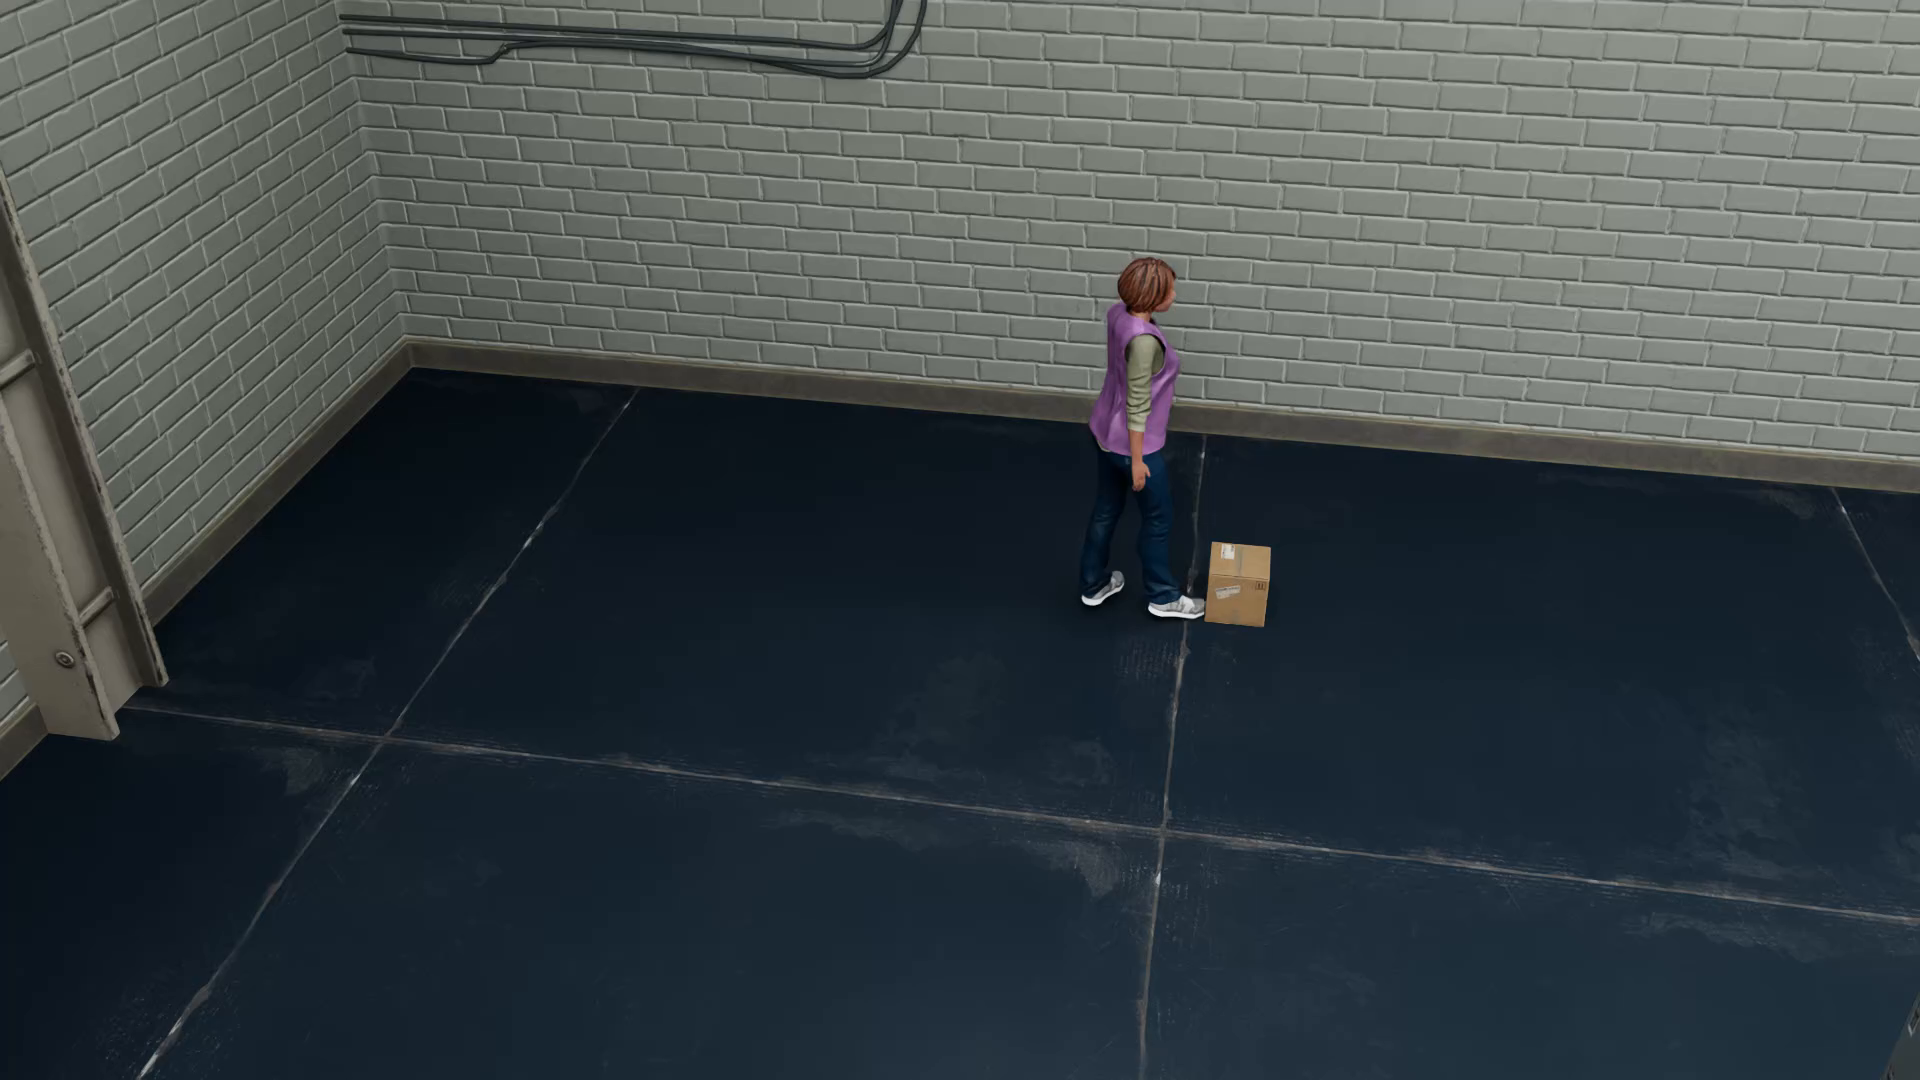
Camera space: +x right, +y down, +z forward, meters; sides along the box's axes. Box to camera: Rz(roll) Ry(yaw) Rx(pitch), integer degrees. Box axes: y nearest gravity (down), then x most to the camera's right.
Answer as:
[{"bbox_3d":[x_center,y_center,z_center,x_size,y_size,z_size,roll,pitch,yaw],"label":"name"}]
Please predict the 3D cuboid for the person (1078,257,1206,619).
[{"bbox_3d":[0.763,-0.404,6.797,0.532,1.559,0.453,-9,34,-14],"label":"person"}]
